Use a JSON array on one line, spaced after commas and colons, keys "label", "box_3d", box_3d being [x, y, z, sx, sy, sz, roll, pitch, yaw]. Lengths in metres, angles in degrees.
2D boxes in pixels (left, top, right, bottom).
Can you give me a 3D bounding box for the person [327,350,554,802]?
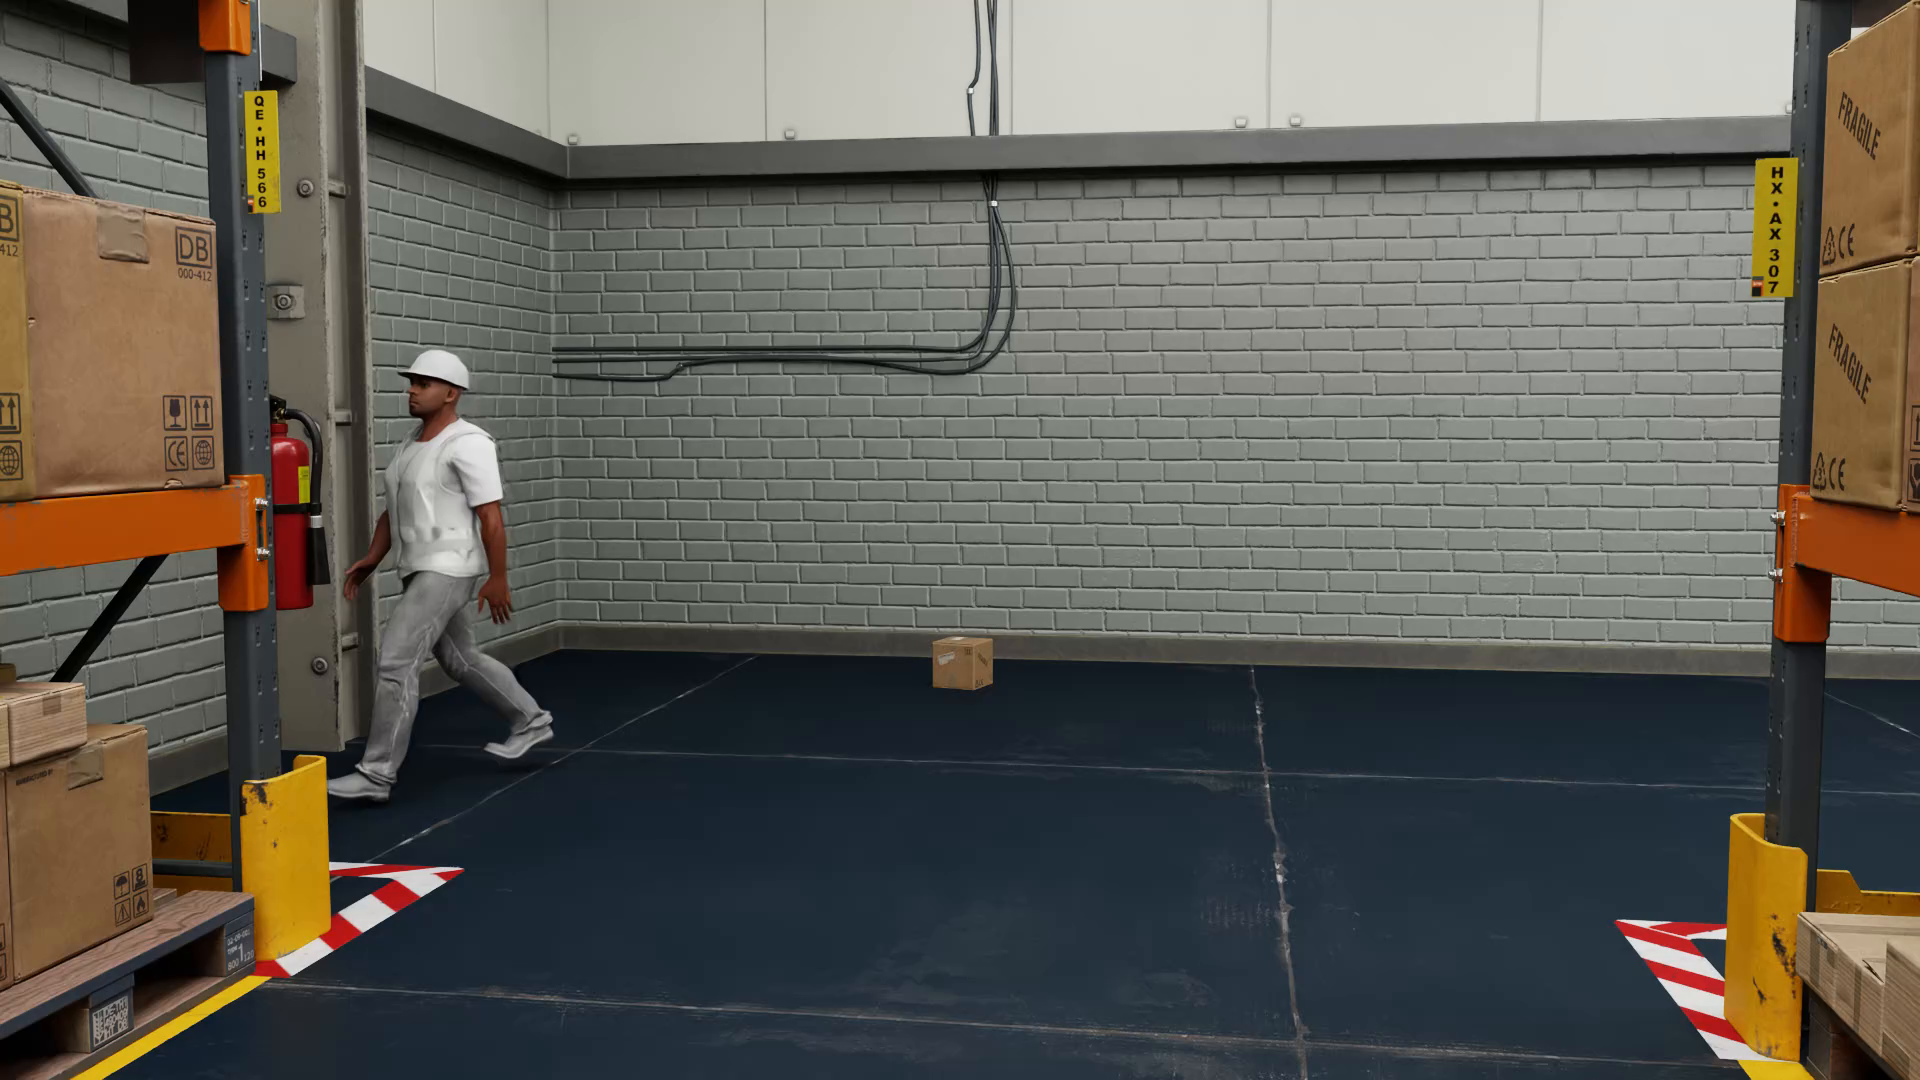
[{"label": "person", "box_3d": [-2.070, 0.119, 6.534, 1.068, 1.724, 0.559, -4, 6, -40]}]
